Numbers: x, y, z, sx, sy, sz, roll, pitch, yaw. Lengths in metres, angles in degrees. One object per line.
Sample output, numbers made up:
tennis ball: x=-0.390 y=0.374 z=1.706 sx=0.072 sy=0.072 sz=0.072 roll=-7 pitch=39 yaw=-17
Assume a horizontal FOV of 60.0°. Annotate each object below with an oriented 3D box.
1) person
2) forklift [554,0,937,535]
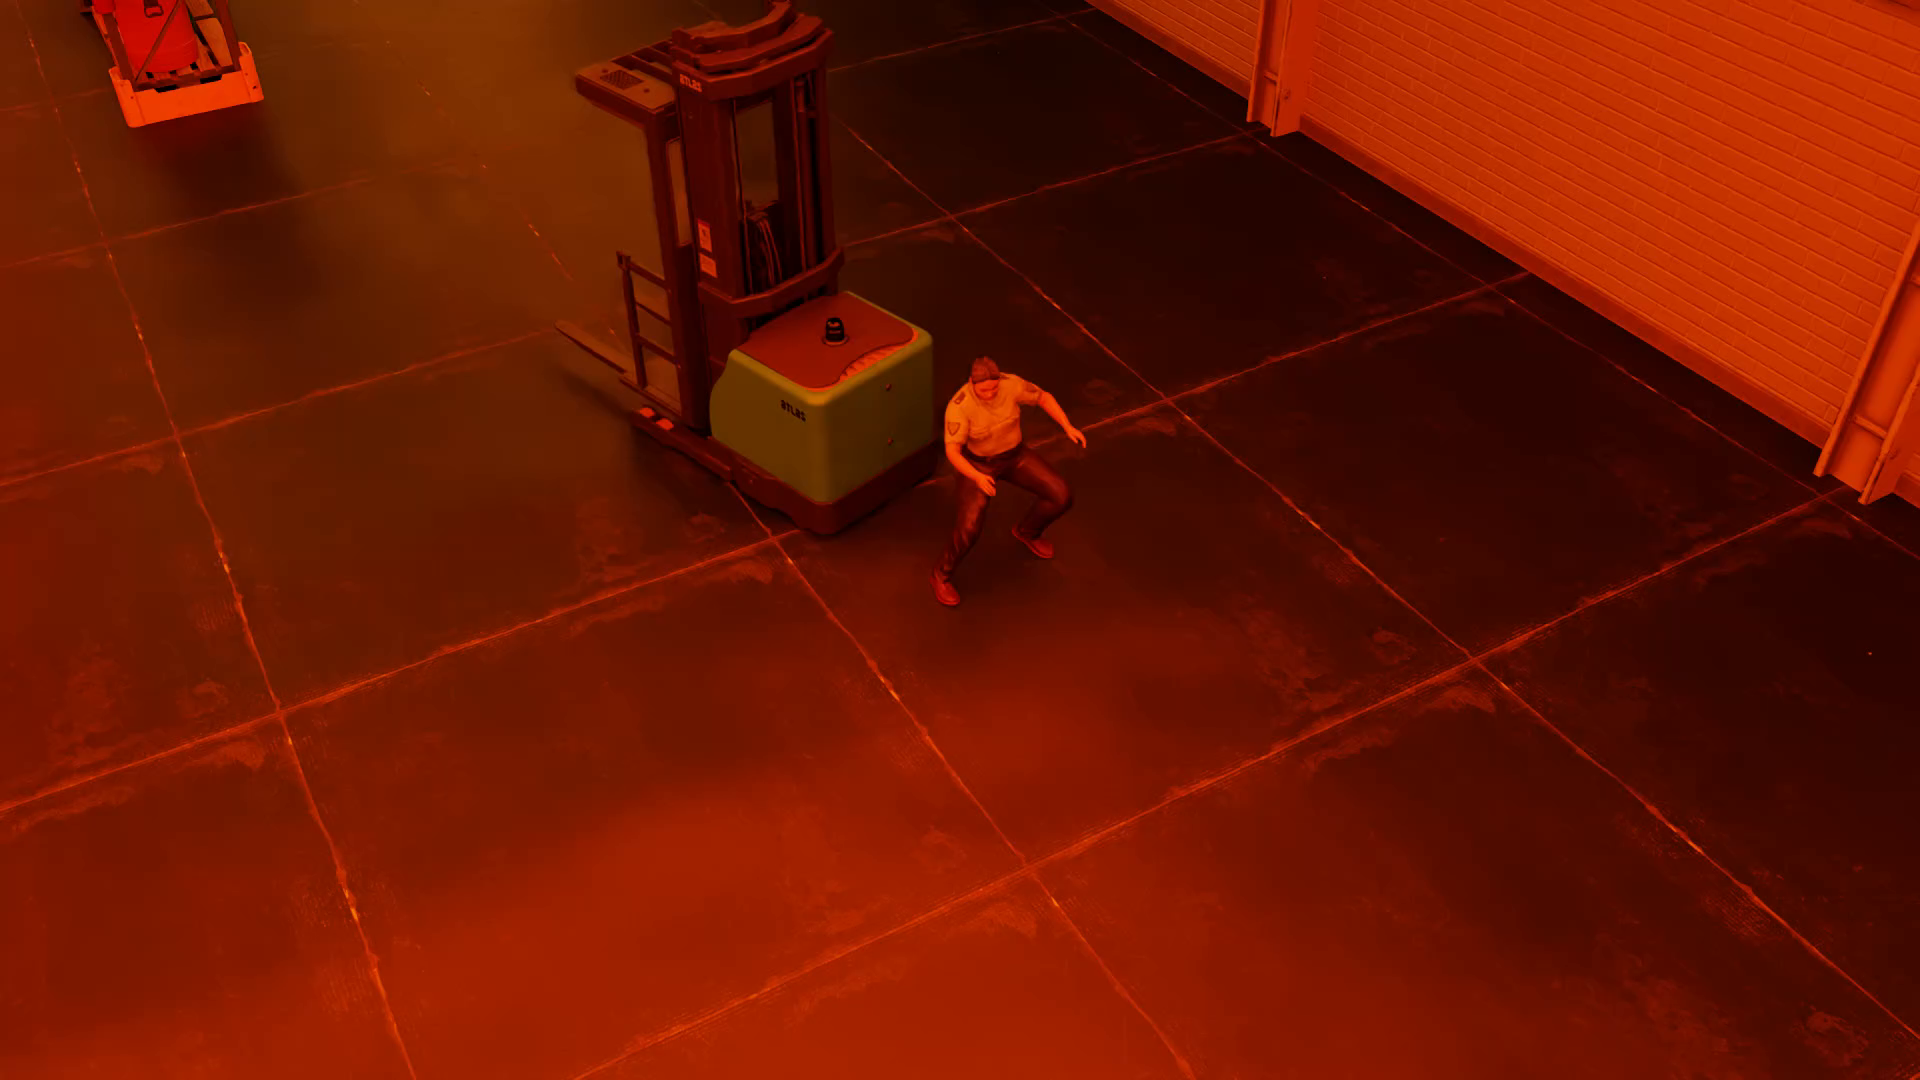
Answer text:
person: x=0.236 y=-0.382 z=9.653 sx=0.910 sy=1.455 sz=0.706 roll=-16 pitch=42 yaw=-18
forklift: x=-1.565 y=-1.985 z=10.429 sx=3.031 sy=2.935 sz=1.130 roll=31 pitch=49 yaw=32
